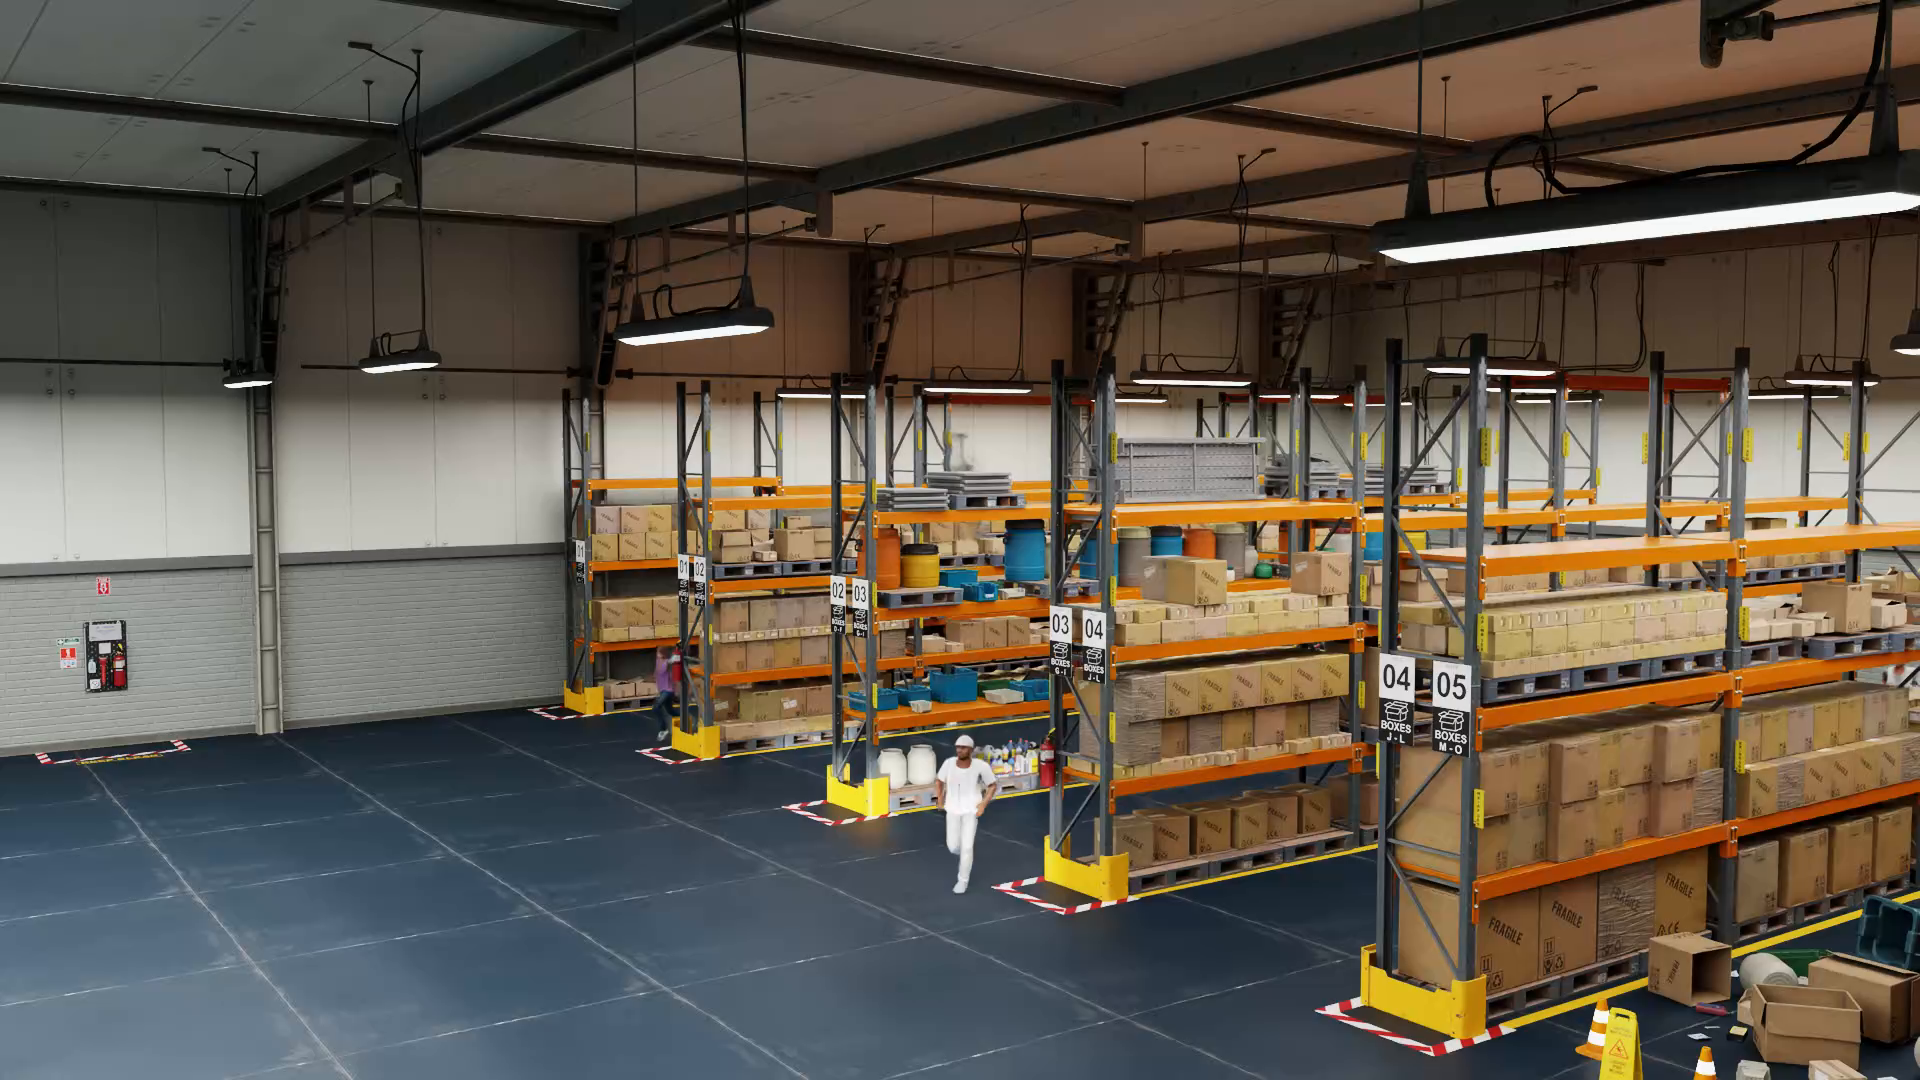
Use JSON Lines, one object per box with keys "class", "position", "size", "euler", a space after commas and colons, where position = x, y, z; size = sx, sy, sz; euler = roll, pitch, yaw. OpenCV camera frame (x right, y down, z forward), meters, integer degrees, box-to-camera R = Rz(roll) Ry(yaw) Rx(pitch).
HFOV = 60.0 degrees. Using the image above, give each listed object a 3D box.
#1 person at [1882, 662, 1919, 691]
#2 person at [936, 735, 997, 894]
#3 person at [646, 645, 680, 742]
{"class": "person", "position": [14.627, 2.611, 25.824], "size": [0.659, 1.823, 0.864], "euler": [3, 5, 41]}
{"class": "person", "position": [0.061, 3.088, 18.966], "size": [0.718, 1.761, 0.710], "euler": [1, 4, 18]}
{"class": "person", "position": [-4.941, 2.577, 28.077], "size": [0.740, 1.613, 0.560], "euler": [-3, 5, -37]}
